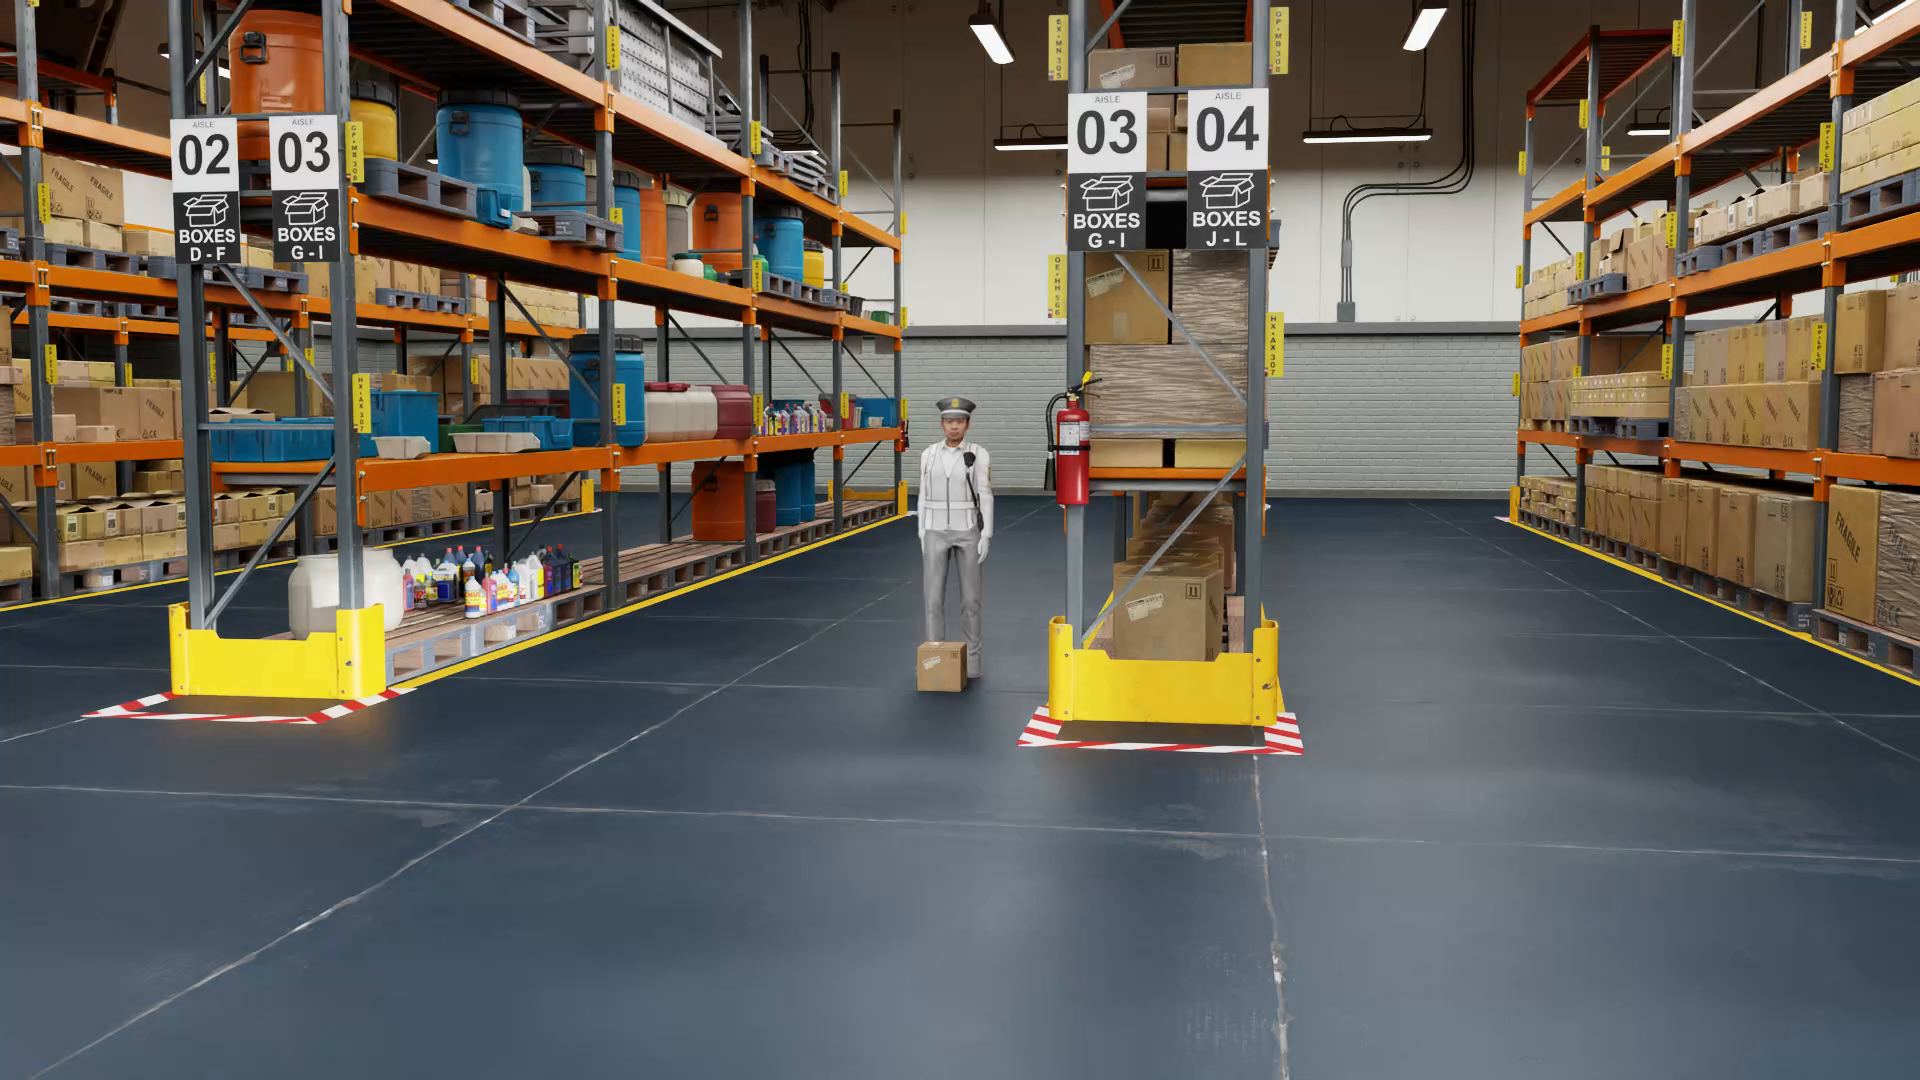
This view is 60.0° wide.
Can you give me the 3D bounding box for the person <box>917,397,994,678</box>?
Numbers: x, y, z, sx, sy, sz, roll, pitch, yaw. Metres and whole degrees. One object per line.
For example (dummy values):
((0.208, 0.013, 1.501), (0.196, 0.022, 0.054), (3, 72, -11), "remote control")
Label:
((-0.032, -0.009, 10.016), (0.465, 1.700, 0.359), (1, 5, 9), "person")
